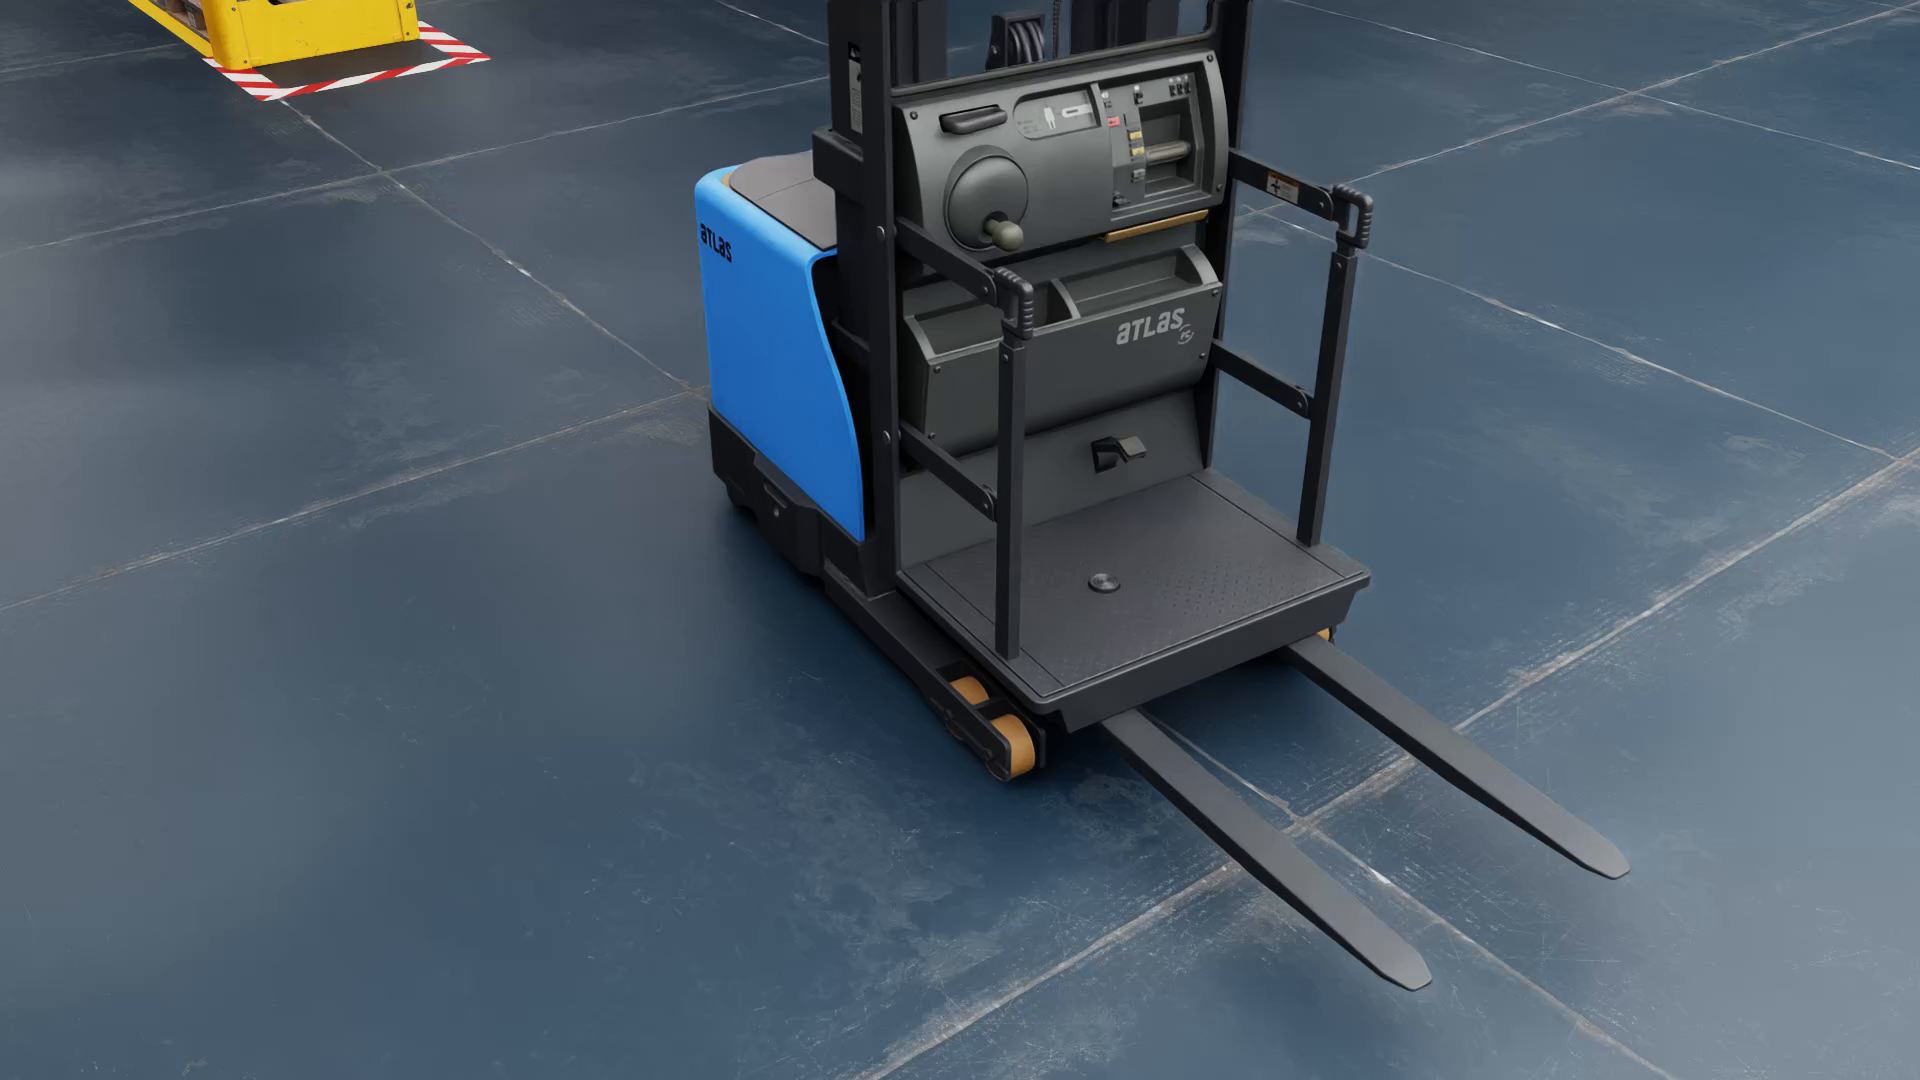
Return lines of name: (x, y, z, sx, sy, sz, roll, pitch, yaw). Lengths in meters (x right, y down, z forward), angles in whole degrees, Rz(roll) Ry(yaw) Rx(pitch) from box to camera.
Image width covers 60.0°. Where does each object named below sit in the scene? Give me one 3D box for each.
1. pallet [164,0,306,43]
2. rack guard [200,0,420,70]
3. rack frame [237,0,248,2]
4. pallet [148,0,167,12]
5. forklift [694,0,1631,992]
pallet: (-4.356, -3.397, 10.520, 1.003, 0.211, 1.213, -22, 38, -31)
rack guard: (-3.862, -3.180, 9.896, 1.175, 0.500, 0.348, -22, 38, -31)
rack frame: (-3.778, -4.225, 9.210, 1.000, 3.000, 0.127, -22, 38, -31)
pallet: (-5.100, -3.905, 11.338, 1.003, 0.211, 1.213, -22, 38, -31)
forklift: (0.393, -0.914, 3.944, 1.130, 2.935, 3.031, -18, 36, -27)
